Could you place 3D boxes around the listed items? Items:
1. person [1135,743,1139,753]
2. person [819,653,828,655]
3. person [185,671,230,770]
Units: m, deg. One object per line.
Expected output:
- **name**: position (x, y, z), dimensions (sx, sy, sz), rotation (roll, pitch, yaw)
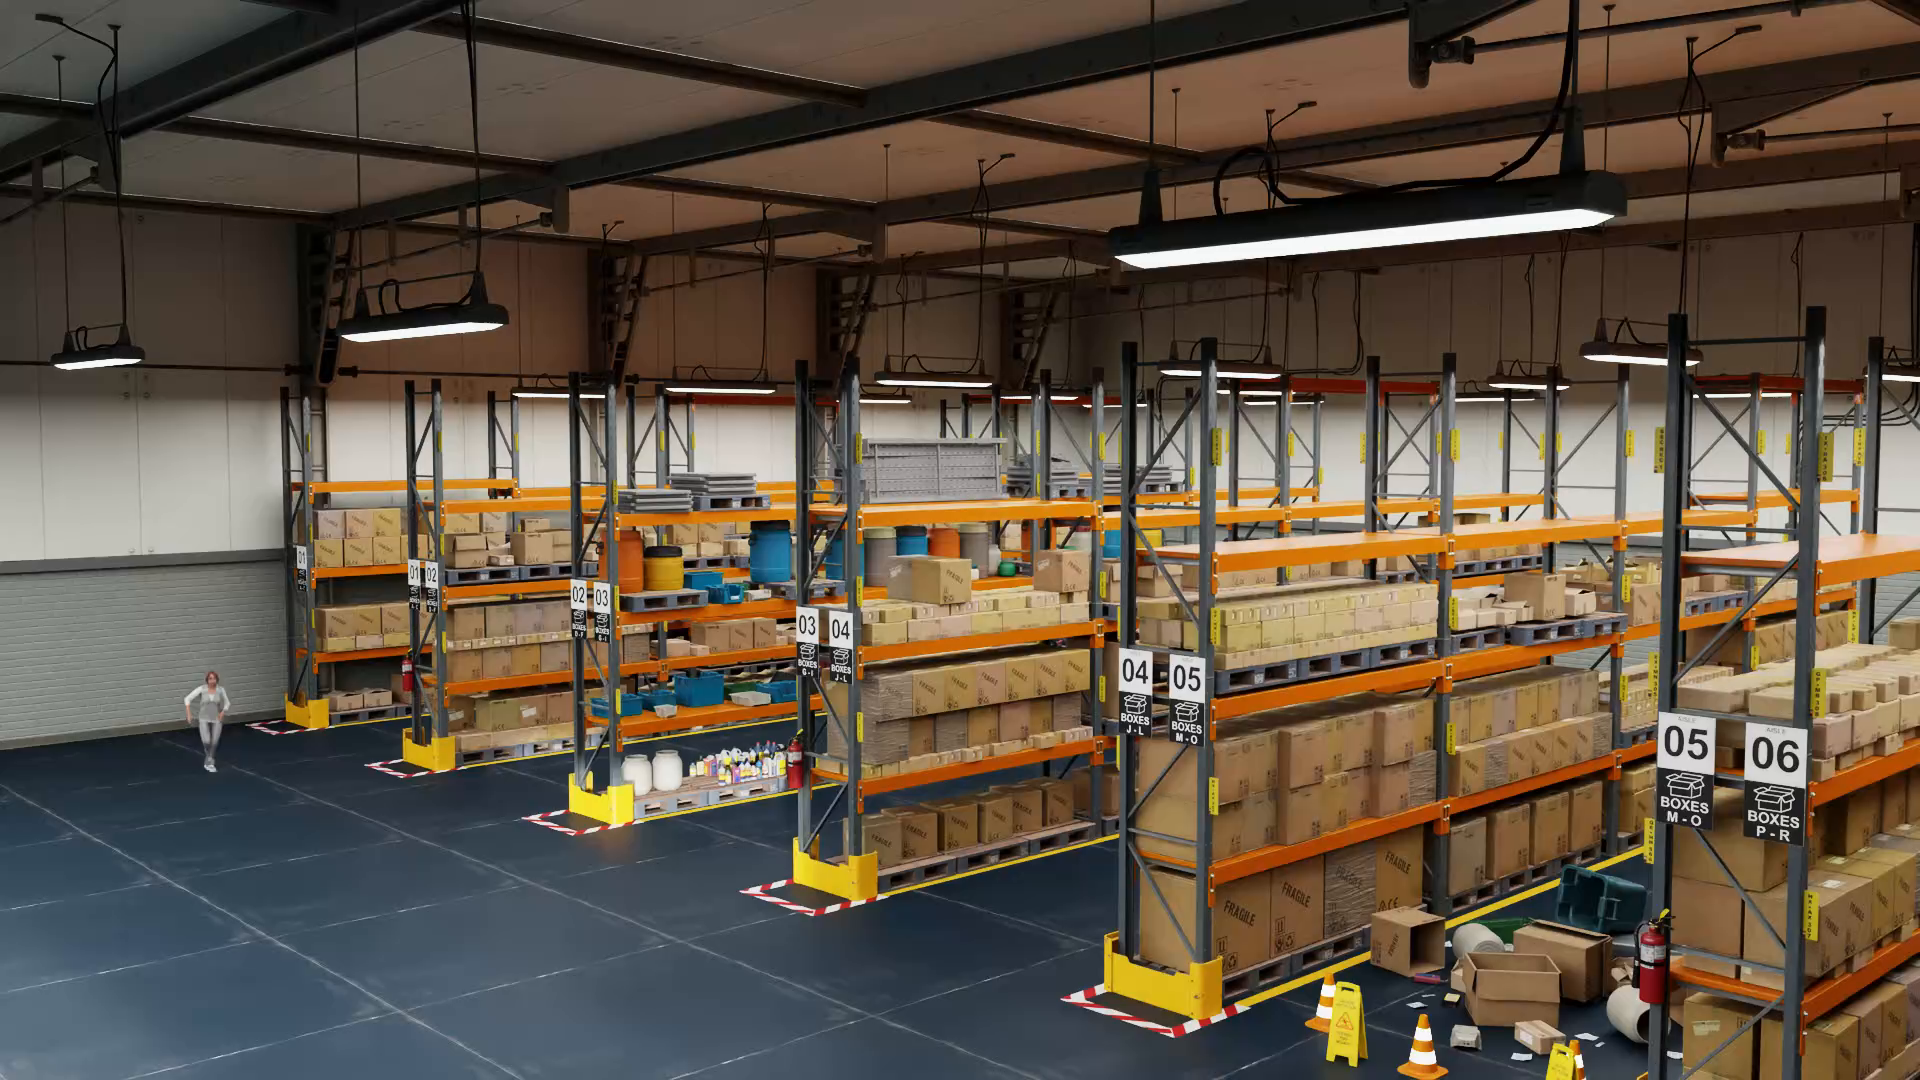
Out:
- **person**: position (2.982, 2.669, 26.883), dimensions (1.085, 1.590, 0.657), rotation (-3, 5, -39)
- **person**: position (-3.028, 2.146, 35.100), dimensions (0.713, 1.697, 1.007), rotation (2, 4, 32)
- **person**: position (-11.430, 2.760, 25.279), dimensions (0.619, 1.554, 0.635), rotation (-2, 4, -28)
